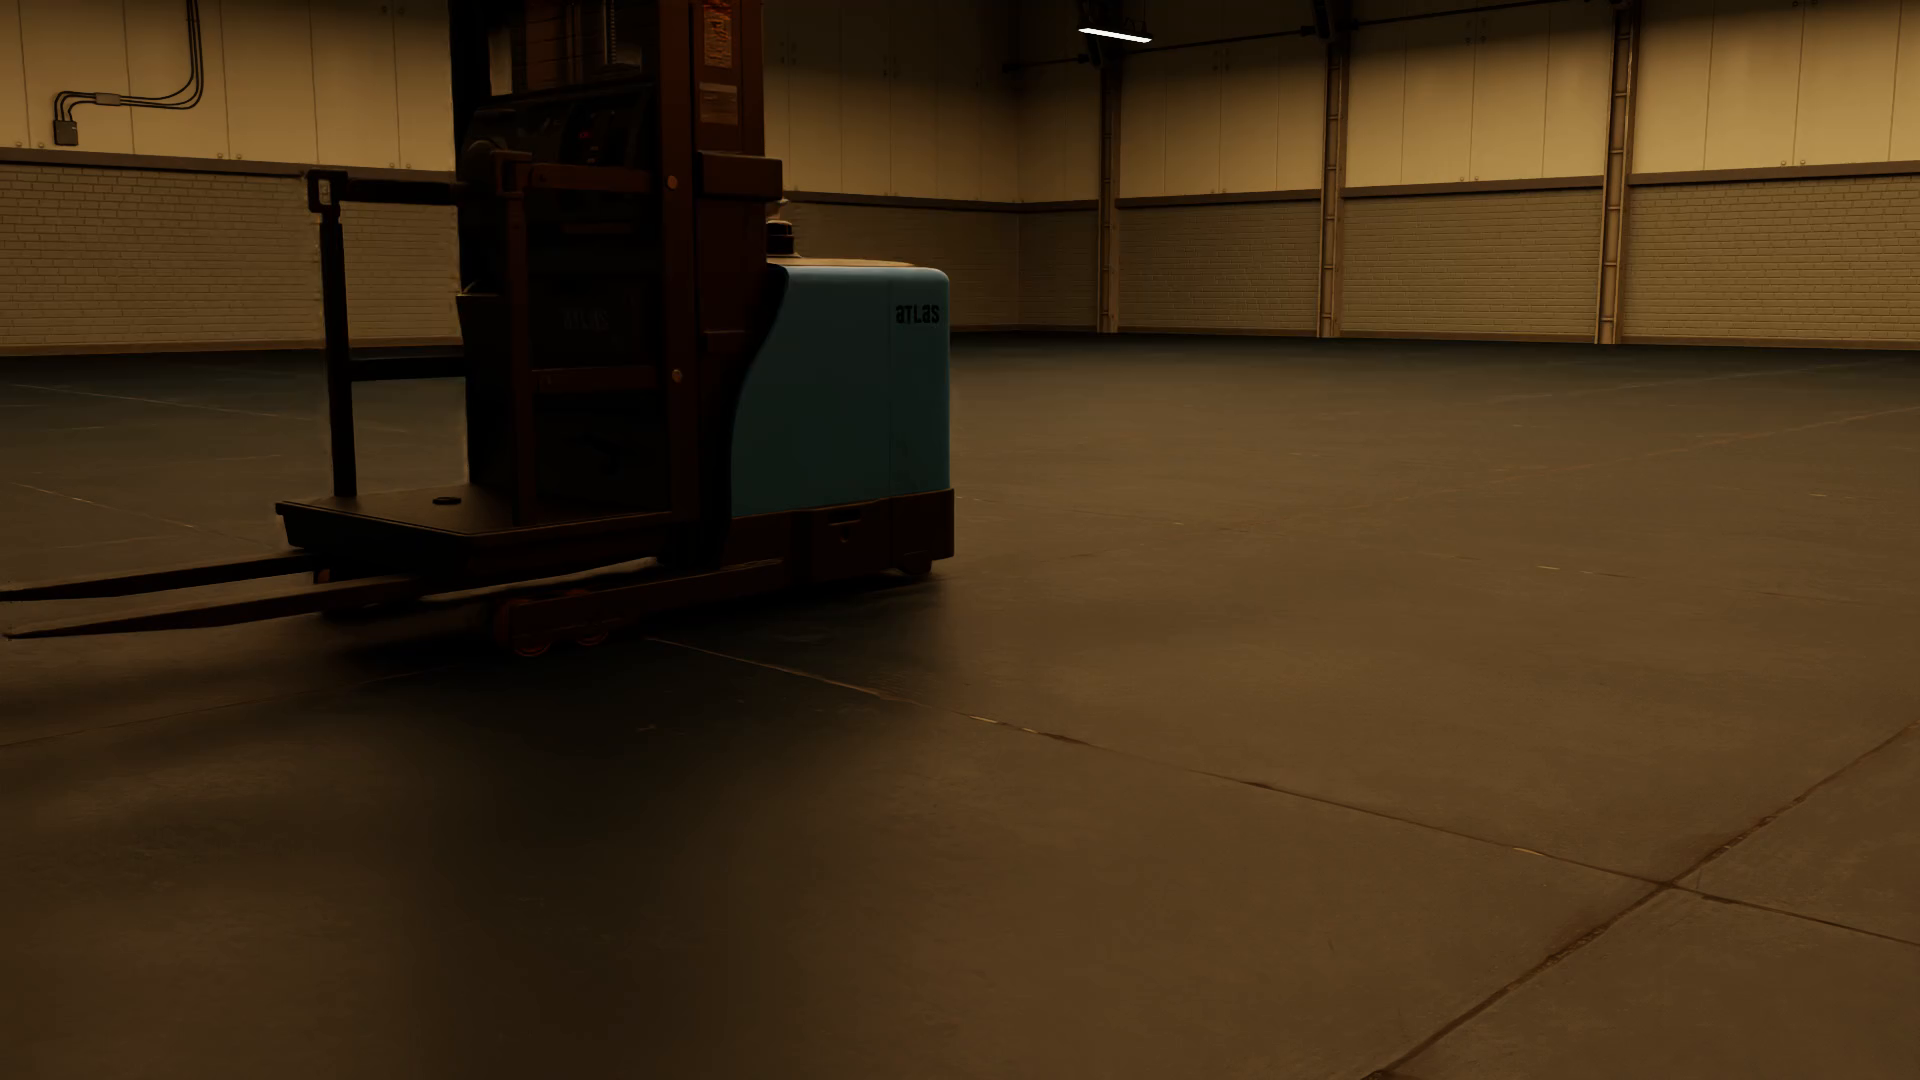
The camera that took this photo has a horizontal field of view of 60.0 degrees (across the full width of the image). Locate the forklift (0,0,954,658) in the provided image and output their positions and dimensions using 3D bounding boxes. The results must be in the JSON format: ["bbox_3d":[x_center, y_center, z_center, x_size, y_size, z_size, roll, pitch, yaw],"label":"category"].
[{"bbox_3d":[-1.381,-1.211,4.913,1.130,2.935,3.031,8,11,42],"label":"forklift"}]

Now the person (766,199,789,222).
[{"bbox_3d":[-0.788,-0.760,7.174,0.862,1.442,0.599,0,9,0],"label":"person"}]
